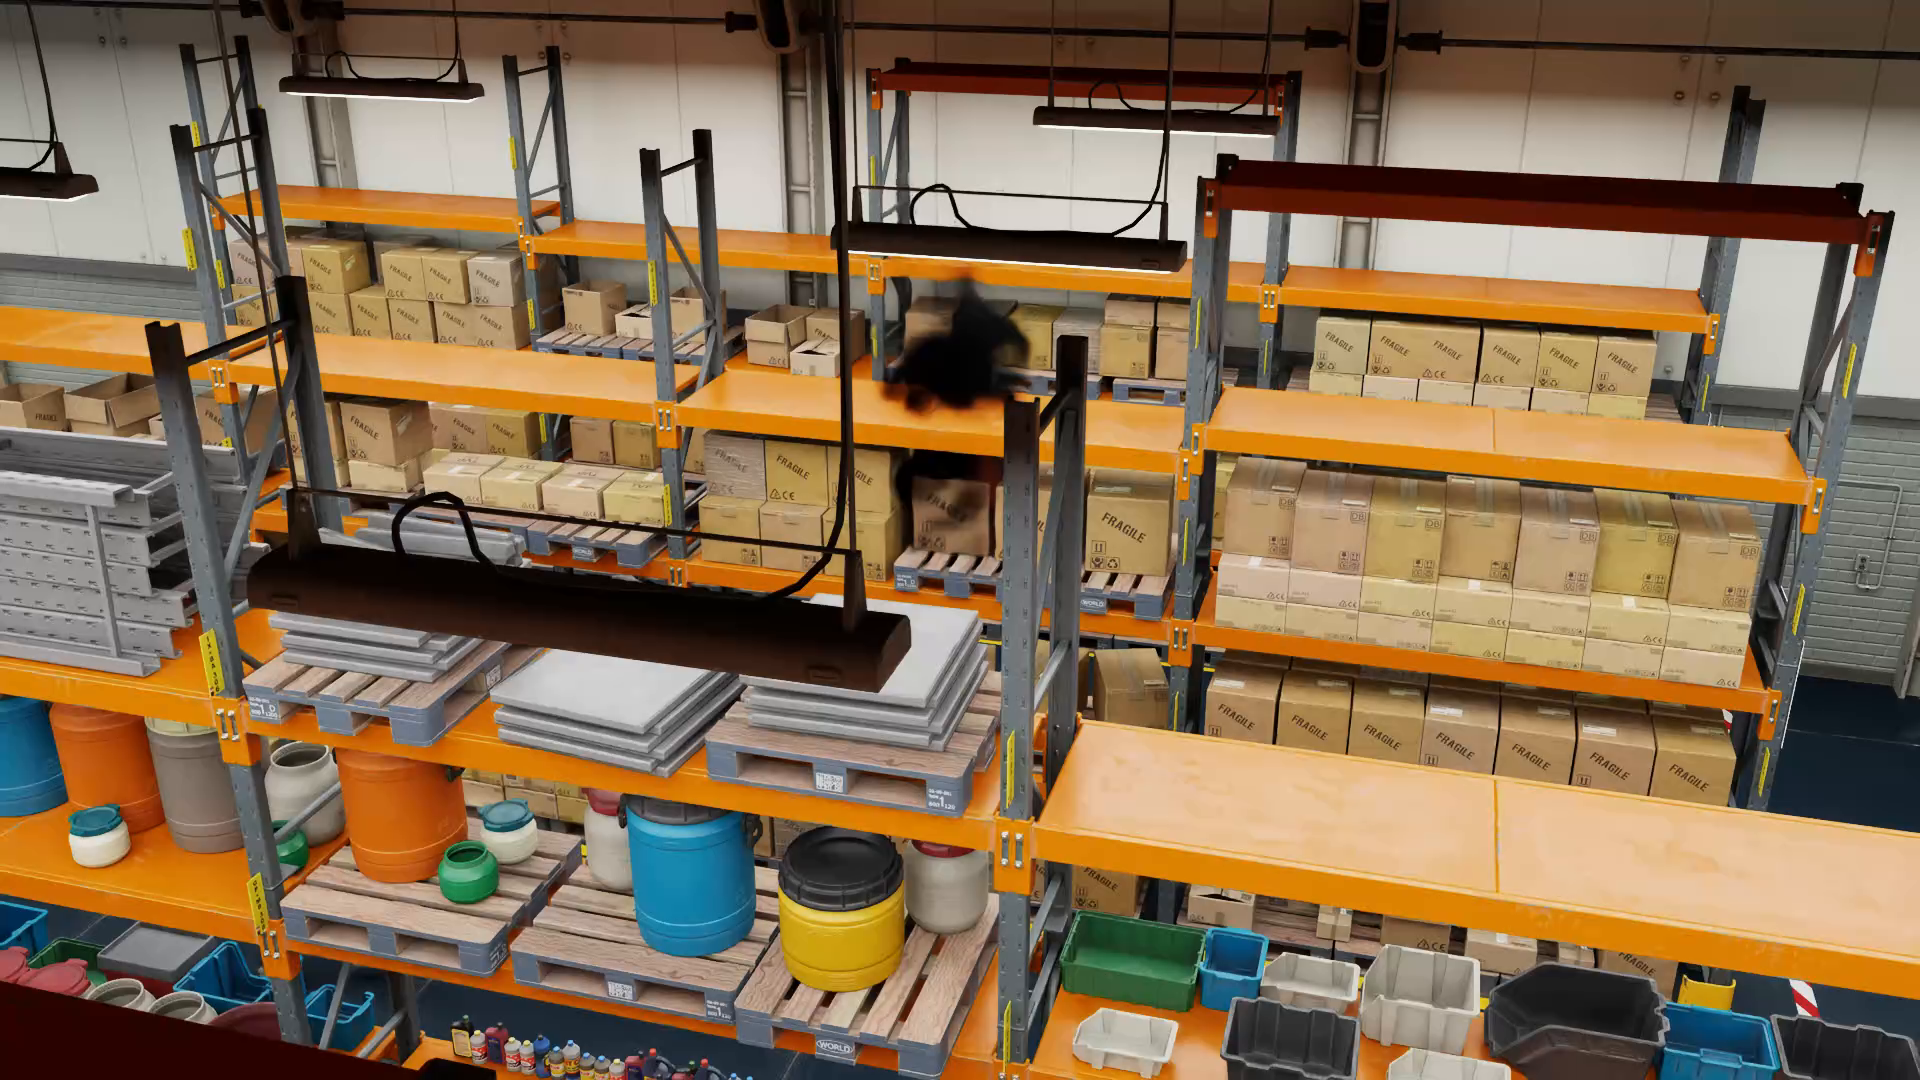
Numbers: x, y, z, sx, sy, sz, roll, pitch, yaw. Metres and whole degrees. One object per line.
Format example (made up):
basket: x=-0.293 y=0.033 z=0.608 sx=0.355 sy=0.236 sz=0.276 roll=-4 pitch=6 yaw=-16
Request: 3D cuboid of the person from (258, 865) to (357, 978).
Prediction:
person: x=-4.913 y=2.526 z=12.438 sx=0.906 sy=1.716 sz=0.577 roll=3 pitch=23 yaw=7

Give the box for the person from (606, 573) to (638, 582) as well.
person: x=-3.310 y=0.822 z=16.556 sx=0.844 sy=1.768 sz=0.605 roll=3 pitch=23 yaw=8
